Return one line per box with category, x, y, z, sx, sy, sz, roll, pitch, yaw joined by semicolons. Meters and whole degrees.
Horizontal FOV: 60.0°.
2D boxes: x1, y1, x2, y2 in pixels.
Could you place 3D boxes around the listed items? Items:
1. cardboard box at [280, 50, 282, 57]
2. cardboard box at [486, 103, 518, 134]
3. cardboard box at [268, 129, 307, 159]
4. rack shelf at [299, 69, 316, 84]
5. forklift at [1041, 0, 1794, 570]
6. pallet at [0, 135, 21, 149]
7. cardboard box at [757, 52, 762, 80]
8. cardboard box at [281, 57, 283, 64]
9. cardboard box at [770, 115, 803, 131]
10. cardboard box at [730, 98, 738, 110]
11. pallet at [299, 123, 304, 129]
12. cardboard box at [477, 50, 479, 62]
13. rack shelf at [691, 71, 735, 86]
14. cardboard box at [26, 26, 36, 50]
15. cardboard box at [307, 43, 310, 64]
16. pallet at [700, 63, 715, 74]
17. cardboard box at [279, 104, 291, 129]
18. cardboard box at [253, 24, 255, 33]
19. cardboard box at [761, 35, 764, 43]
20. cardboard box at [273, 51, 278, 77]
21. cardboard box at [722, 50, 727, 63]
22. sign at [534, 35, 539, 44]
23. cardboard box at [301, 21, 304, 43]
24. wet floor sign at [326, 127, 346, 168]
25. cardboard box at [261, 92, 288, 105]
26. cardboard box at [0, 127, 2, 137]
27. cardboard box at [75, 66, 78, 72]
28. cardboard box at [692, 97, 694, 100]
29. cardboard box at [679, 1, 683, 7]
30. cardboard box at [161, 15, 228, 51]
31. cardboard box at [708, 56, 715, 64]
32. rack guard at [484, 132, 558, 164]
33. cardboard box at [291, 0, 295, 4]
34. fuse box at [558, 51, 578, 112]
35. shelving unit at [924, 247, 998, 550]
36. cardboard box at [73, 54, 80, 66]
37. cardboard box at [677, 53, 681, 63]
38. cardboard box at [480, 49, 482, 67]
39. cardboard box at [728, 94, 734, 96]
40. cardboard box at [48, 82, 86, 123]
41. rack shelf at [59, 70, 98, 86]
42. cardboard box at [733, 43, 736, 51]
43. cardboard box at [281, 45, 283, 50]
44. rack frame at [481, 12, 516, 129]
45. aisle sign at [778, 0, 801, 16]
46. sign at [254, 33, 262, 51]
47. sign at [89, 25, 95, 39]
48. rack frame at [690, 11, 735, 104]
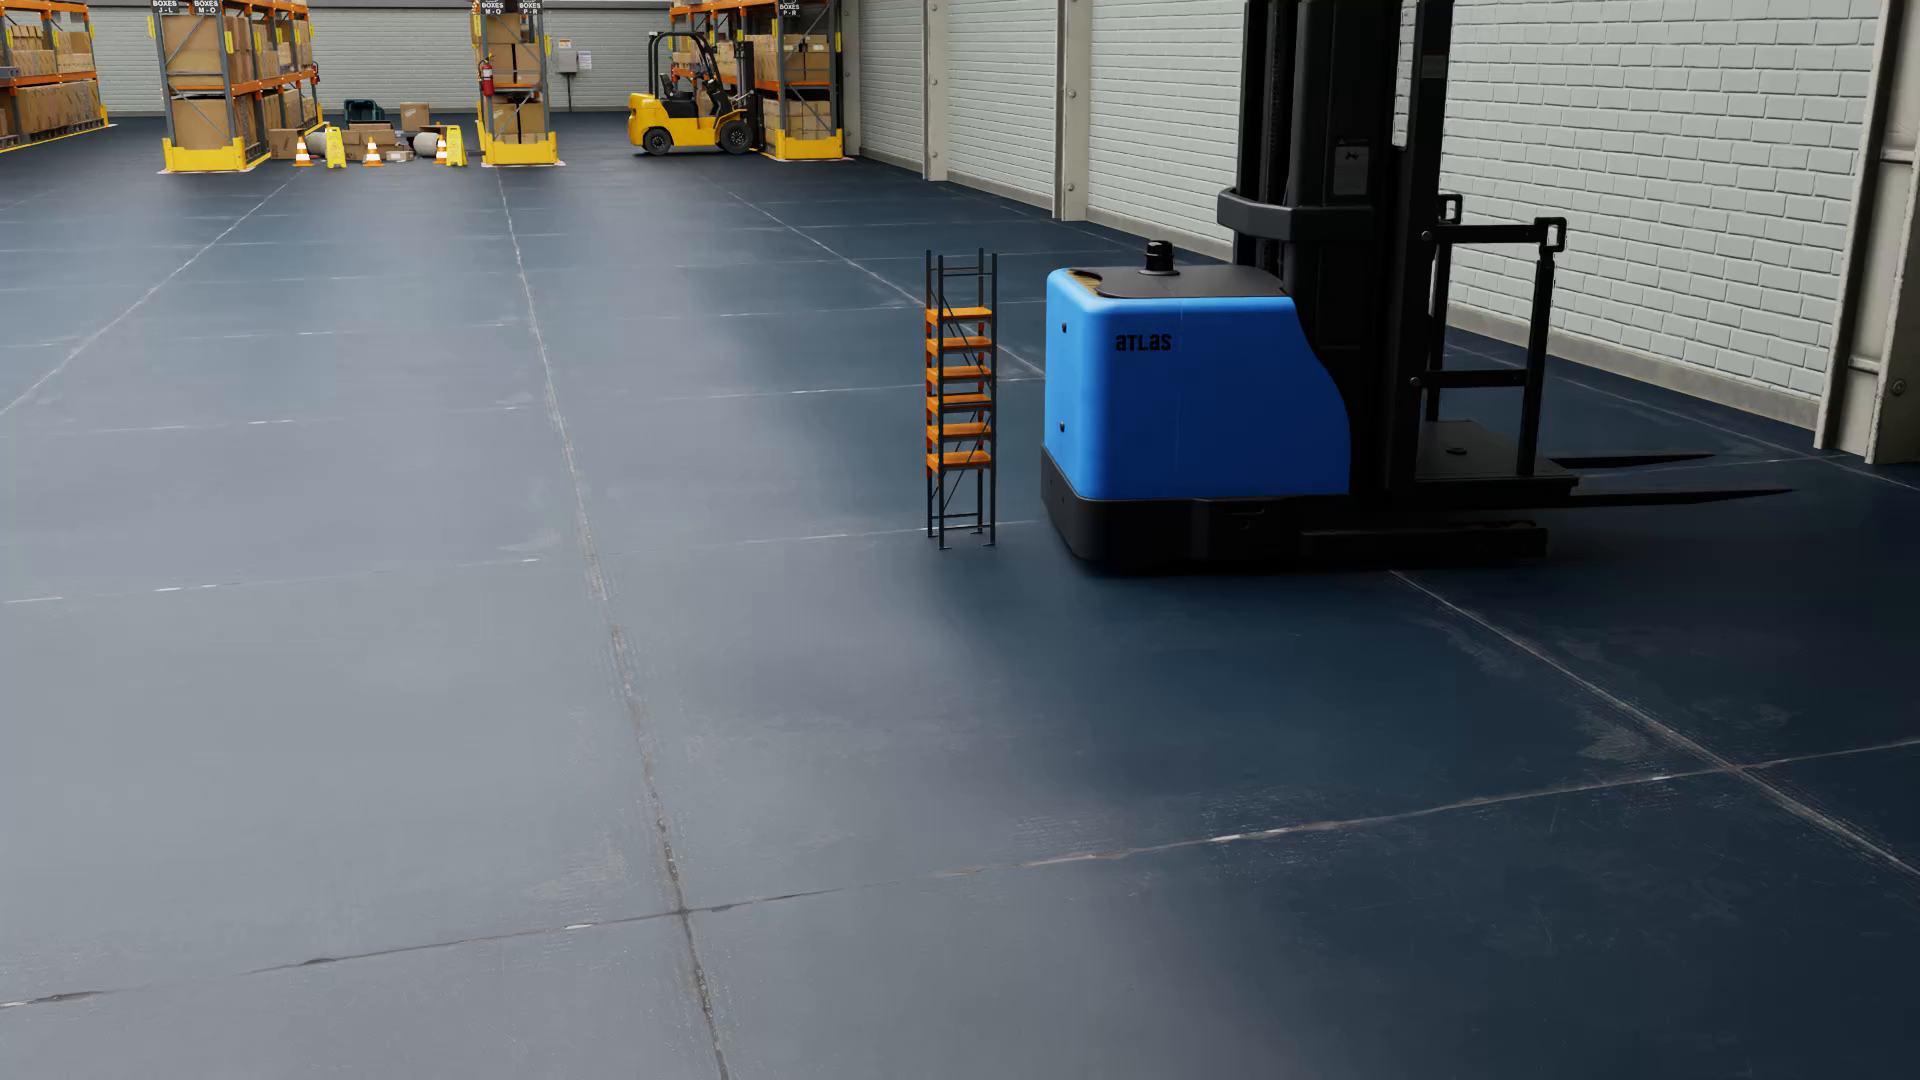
cardboard box;-14.681;-10.378;35.478;0.380;0.149;0.250;-5;17;-16
cardboard box;-7.927;-7.300;28.787;0.500;0.500;0.500;-5;17;-15
cardboard box;-11.873;-6.999;29.378;0.500;0.500;0.500;-2;17;-6
rack shelf;-16.035;-10.965;39.491;1.077;0.370;4.000;-5;17;-15
forklift;1.908;-1.448;6.676;3.031;2.935;1.130;-2;17;-6
pallet;-18.969;-7.734;32.331;1.003;0.211;1.213;-5;17;-15
cardboard box;-3.495;-8.837;30.983;0.500;0.500;0.500;-5;17;-15
cardboard box;-14.681;-10.237;35.523;0.380;0.149;0.250;-4;17;-15
cardboard box;-3.118;-7.483;29.830;0.500;0.250;0.500;-5;17;-16
cardboard box;-4.352;-8.986;35.051;0.875;0.625;0.625;-5;18;-18
pallet;-15.270;-9.205;37.230;1.003;0.211;1.213;-5;17;-15
cardboard box;-10.336;-10.632;36.524;0.500;0.250;0.500;-5;17;-17
rack shelf;-5.432;-10.671;38.513;1.077;0.370;4.000;-5;17;-15
cardboard box;-19.921;-10.553;34.953;0.797;0.503;0.637;-5;17;-15
cardboard box;-16.077;-11.806;40.350;0.500;0.500;0.500;-5;17;-16
pallet;-5.136;-10.552;37.201;1.213;0.211;1.003;-5;17;-15
cardboard box;-14.335;-8.869;34.880;0.500;0.500;0.500;-5;18;-18
cardboard box;-13.711;-9.489;31.415;0.700;0.500;0.500;-5;17;-15
cardboard box;-3.432;-9.178;30.474;0.380;0.149;0.250;-4;17;-14
cardboard box;-13.868;-9.456;33.044;0.500;0.500;0.500;-5;17;-15
cardboard box;-4.733;-10.203;35.096;0.500;0.250;0.500;-5;17;-17
sign;-8.035;-9.422;31.600;0.100;0.325;0.005;-5;17;-15
cardboard box;-15.780;-11.995;39.243;0.500;0.500;0.500;-5;18;-17
wet floor sign;-10.276;-6.458;27.328;0.267;0.644;0.232;-8;18;-25
cardboard box;-14.343;-9.222;34.752;0.500;0.250;0.500;-6;18;-18
cardboard box;-18.815;-7.963;31.827;0.700;0.500;0.500;-6;18;-20
cardboard box;-20.473;-10.811;38.164;0.380;0.149;0.250;-5;17;-17
cardboard box;-6.521;-10.976;41.892;0.700;0.500;0.500;-5;18;-17
cardboard box;-6.816;-13.385;41.519;0.380;0.149;0.250;-4;17;-14
cardboard box;-12.252;-8.131;26.670;0.875;0.550;0.550;-5;17;-15
cardboard box;-5.432;-10.694;37.047;0.380;0.149;0.250;-4;17;-14
rack guard;-7.477;-6.680;28.321;1.175;0.500;0.348;-5;17;-15
cardboard box;-15.359;-12.270;37.631;0.500;0.250;0.500;-4;17;-12
fuse box;-11.365;-13.348;48.415;0.539;1.711;0.414;-5;17;-15
shelving unit;0.004;-0.571;6.766;0.258;1.200;0.189;-5;17;-15
cardboard box;-20.567;-11.031;38.204;0.500;0.250;0.500;-5;17;-15
cardboard box;-6.934;-12.320;42.495;0.500;0.250;0.500;-5;17;-16
cardboard box;-8.416;-8.732;30.117;0.500;0.500;0.500;-5;17;-16
cardboard box;-5.262;-9.893;37.162;0.380;0.149;0.250;-6;18;-18
cardboard box;-20.634;-10.013;38.036;0.875;0.875;0.875;-5;17;-15
rack shelf;-20.832;-10.600;38.278;1.077;0.370;4.000;-5;17;-15
cardboard box;-4.396;-9.995;33.712;0.380;0.149;0.250;-5;18;-17
cardboard box;-14.754;-10.591;35.669;0.380;0.149;0.250;-5;17;-16
rack frame;-10.753;-11.175;38.941;1.000;3.000;0.127;-5;17;-15
aisle sign;-2.948;-9.453;28.689;0.394;0.787;0.004;-5;17;-15
sign;-12.753;-9.040;30.190;0.100;0.325;0.005;-5;17;-15
sign;-20.856;-12.205;39.946;0.100;0.325;0.005;-5;17;-15
rack frame;-5.982;-11.569;40.251;1.000;3.000;0.127;-5;17;-15
